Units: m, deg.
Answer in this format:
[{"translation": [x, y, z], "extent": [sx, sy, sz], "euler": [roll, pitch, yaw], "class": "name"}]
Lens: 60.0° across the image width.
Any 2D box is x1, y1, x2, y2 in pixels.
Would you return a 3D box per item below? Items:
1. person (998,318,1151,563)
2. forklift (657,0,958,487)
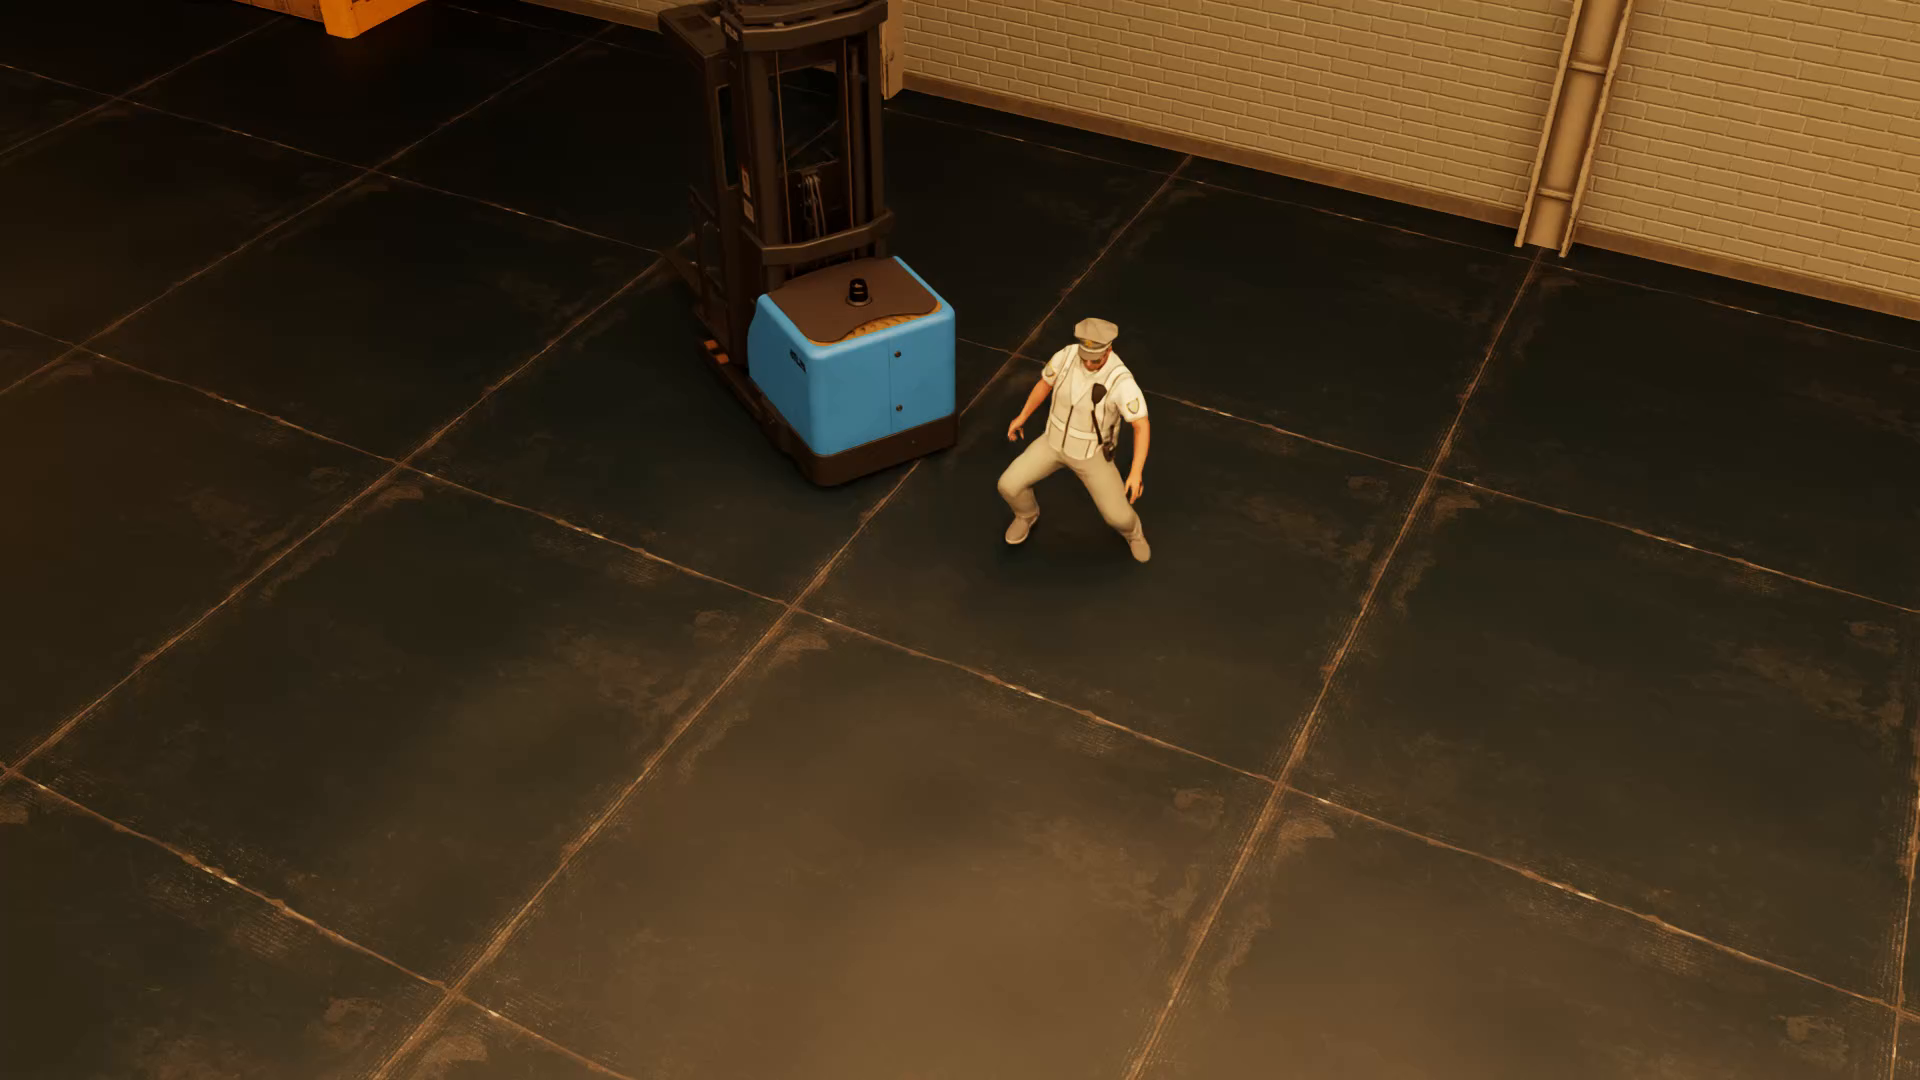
[{"translation": [0.730, -0.555, 9.698], "extent": [0.972, 1.631, 0.671], "euler": [25, 46, 26], "class": "person"}, {"translation": [-1.184, -2.393, 10.827], "extent": [1.130, 2.935, 3.031], "euler": [-20, 44, -22], "class": "forklift"}]
